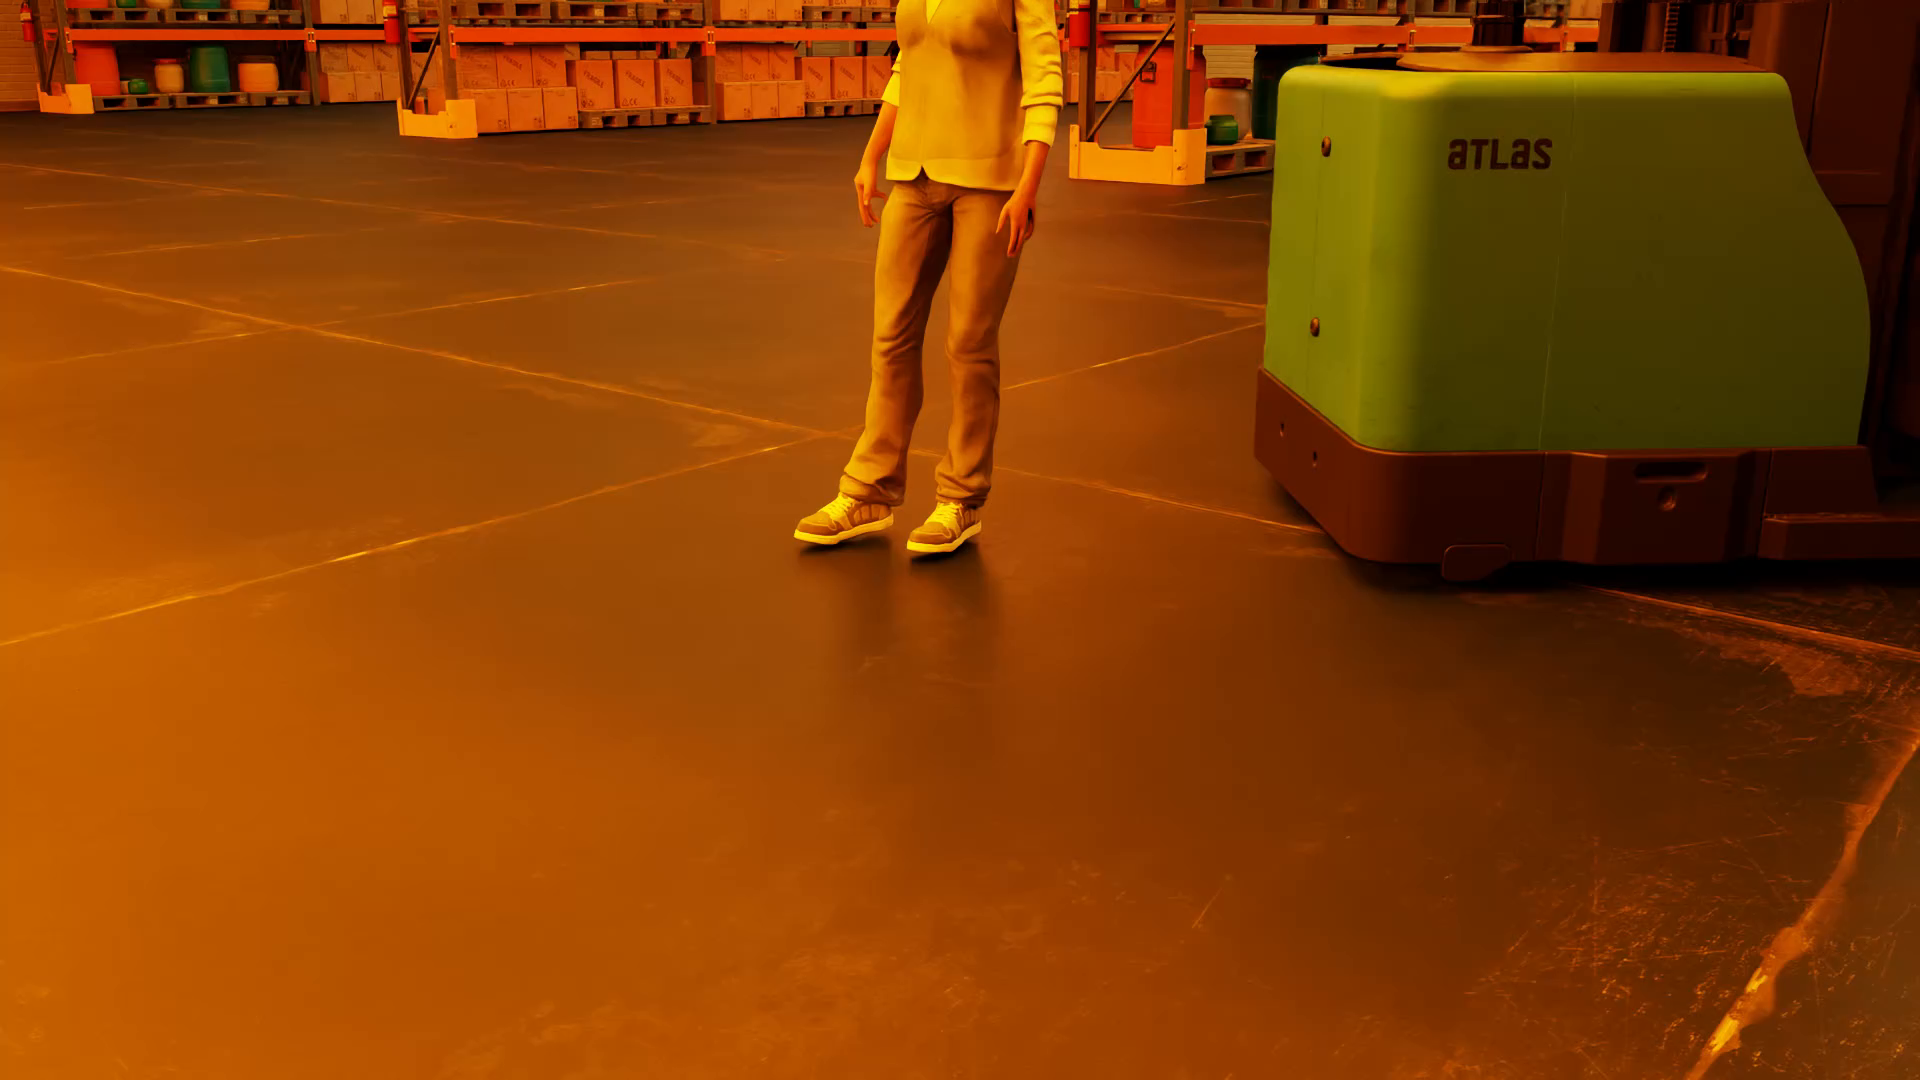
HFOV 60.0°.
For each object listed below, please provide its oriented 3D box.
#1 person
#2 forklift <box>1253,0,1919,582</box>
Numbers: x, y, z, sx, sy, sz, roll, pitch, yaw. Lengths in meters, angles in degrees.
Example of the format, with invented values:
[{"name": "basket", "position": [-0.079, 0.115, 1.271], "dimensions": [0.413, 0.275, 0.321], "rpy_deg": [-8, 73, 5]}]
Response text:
[{"name": "person", "position": [-0.058, -0.754, 3.663], "dimensions": [0.519, 1.591, 0.474], "rpy_deg": [13, 21, 37]}, {"name": "forklift", "position": [2.321, -1.460, 3.706], "dimensions": [3.031, 2.935, 1.130], "rpy_deg": [-1, 17, -4]}]
